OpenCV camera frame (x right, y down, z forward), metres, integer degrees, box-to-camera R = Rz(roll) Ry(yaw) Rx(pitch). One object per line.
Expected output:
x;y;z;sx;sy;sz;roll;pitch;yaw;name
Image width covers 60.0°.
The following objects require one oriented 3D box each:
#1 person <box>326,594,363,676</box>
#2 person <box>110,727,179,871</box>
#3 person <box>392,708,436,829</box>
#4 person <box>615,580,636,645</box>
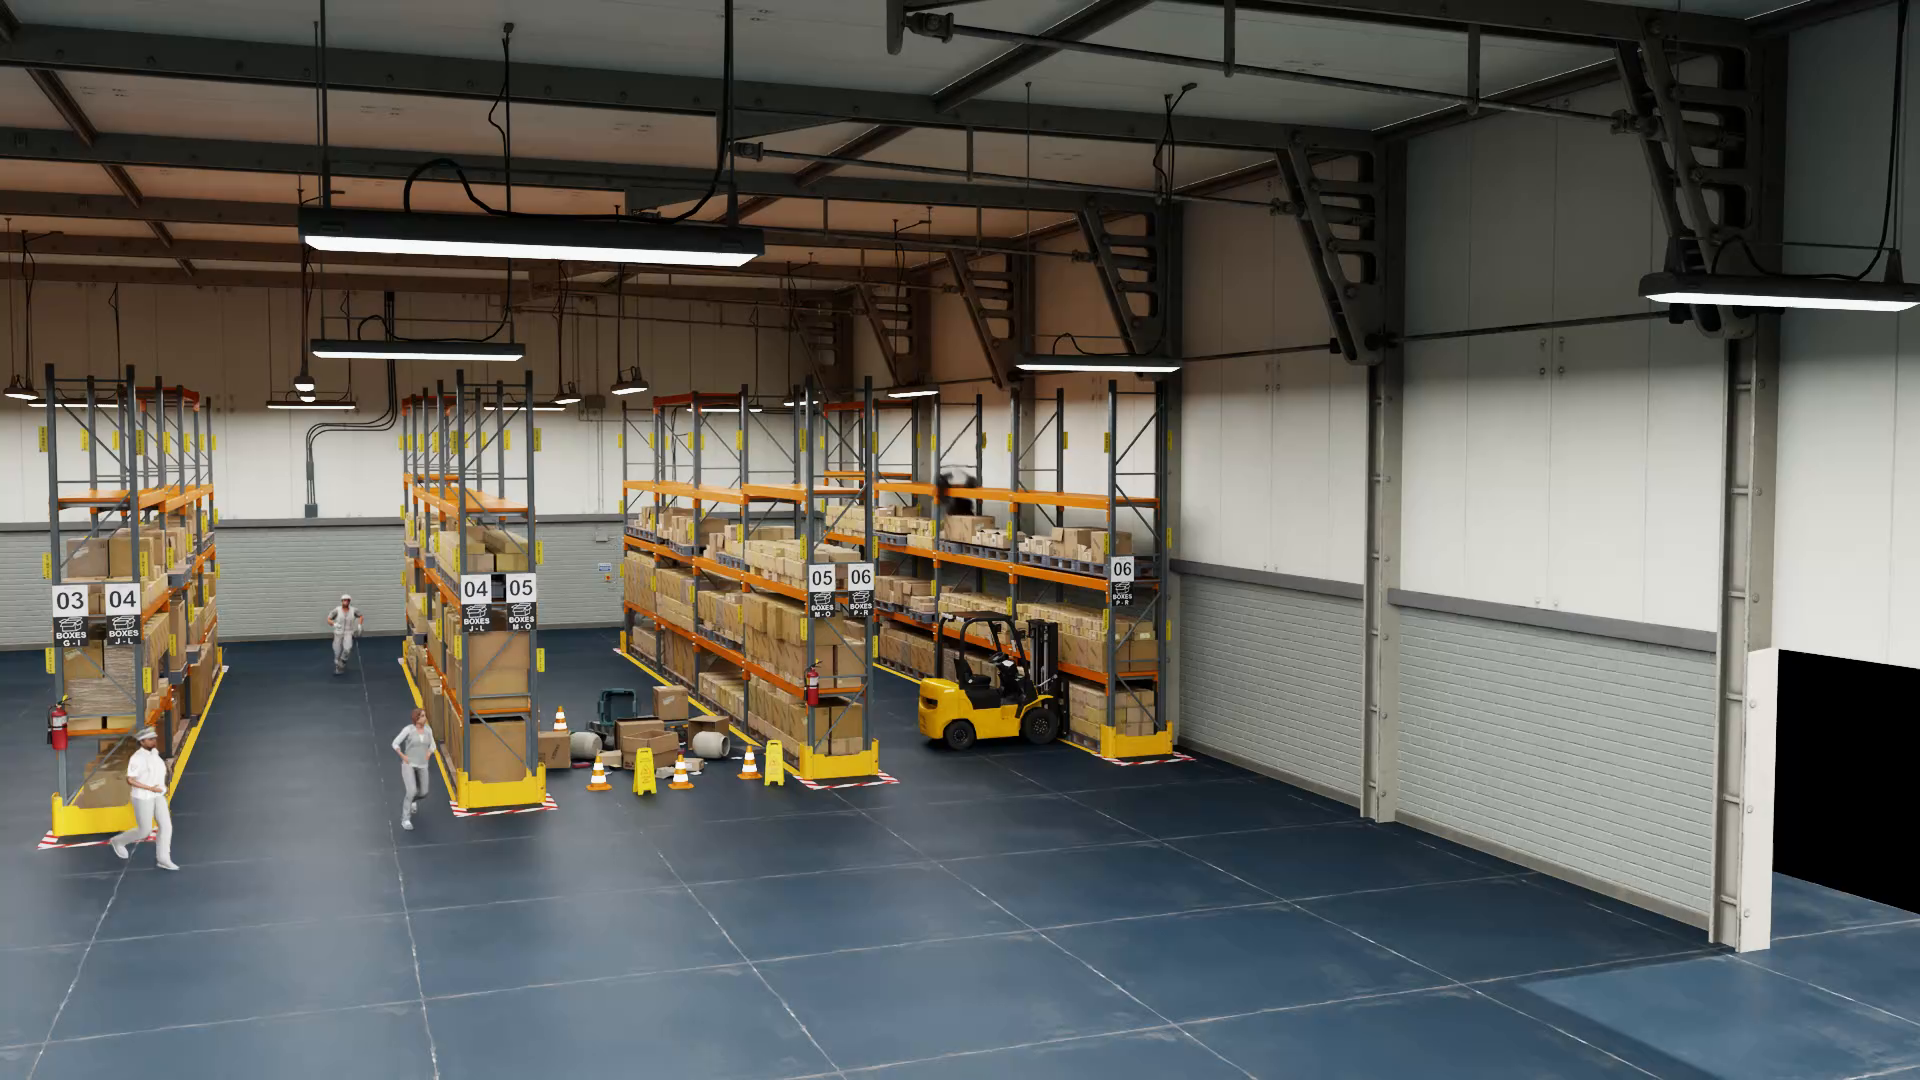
-13.217;2.033;35.733;0.733;1.745;0.660;-1;4;-19;person
-9.573;3.040;19.547;0.839;1.696;0.595;1;3;12;person
-7.169;2.978;21.885;0.562;1.543;0.624;-3;4;-40;person
-8.137;1.765;40.990;0.906;1.718;0.682;0;3;4;person
